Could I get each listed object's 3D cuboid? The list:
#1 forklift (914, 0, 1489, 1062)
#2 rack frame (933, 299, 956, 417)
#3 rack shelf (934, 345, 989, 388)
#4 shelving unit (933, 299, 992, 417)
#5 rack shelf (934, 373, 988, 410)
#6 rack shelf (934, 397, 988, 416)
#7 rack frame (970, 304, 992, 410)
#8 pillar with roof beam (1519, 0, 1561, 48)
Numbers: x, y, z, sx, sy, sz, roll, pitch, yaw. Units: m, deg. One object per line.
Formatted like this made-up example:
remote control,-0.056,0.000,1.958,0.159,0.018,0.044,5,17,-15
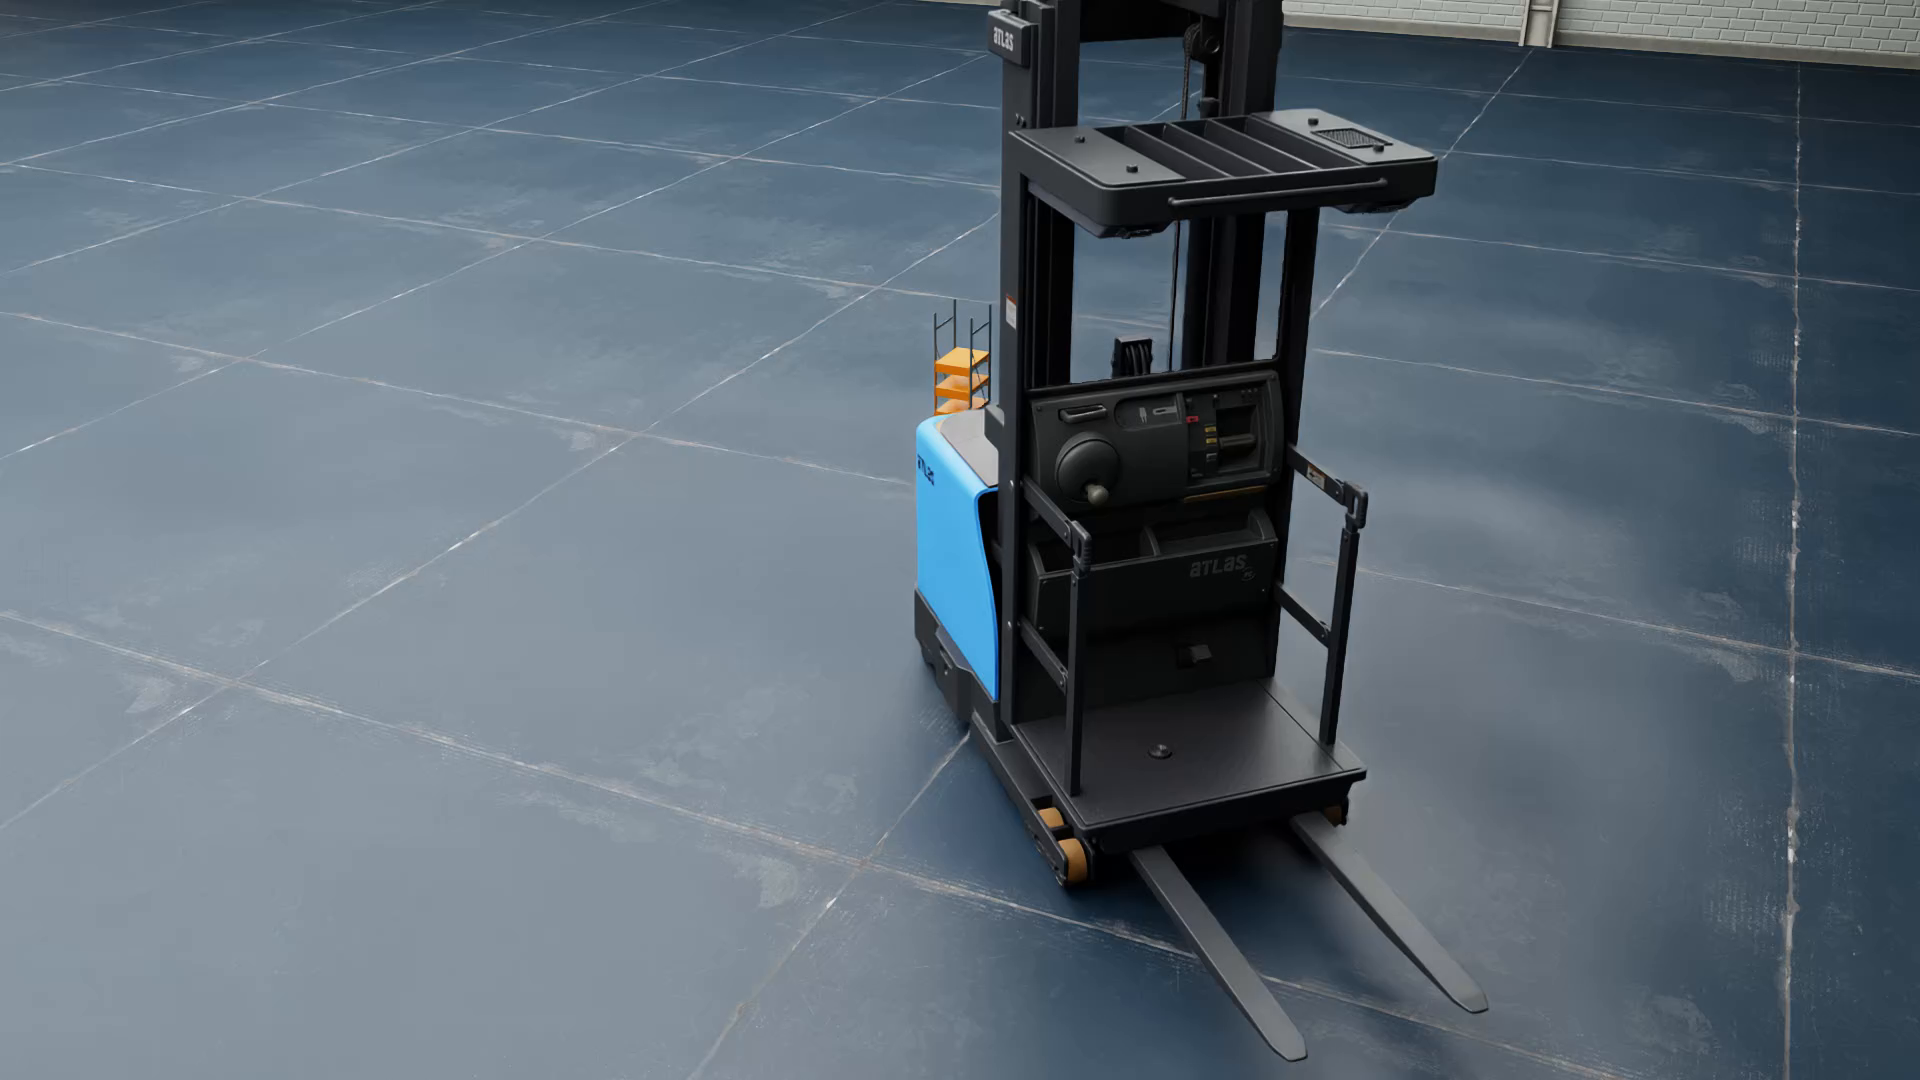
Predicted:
forklift,0.763,-0.311,5.564,1.130,2.935,3.031,-9,27,-17
rack frame,-0.070,-0.552,8.014,0.006,1.200,0.240,11,28,22
rack shelf,0.013,-0.819,7.840,0.180,0.103,0.258,11,28,22
shelving unit,0.013,-0.536,7.980,0.189,1.200,0.258,11,28,22
rack shelf,0.013,-0.711,7.893,0.180,0.103,0.258,11,28,22
rack shelf,0.013,-0.603,7.946,0.180,0.103,0.258,11,28,22
rack frame,0.096,-0.519,7.946,0.006,1.200,0.240,11,28,22
pillar with roof beam,5.459,-8.524,15.375,0.400,9.000,9.100,11,28,22
